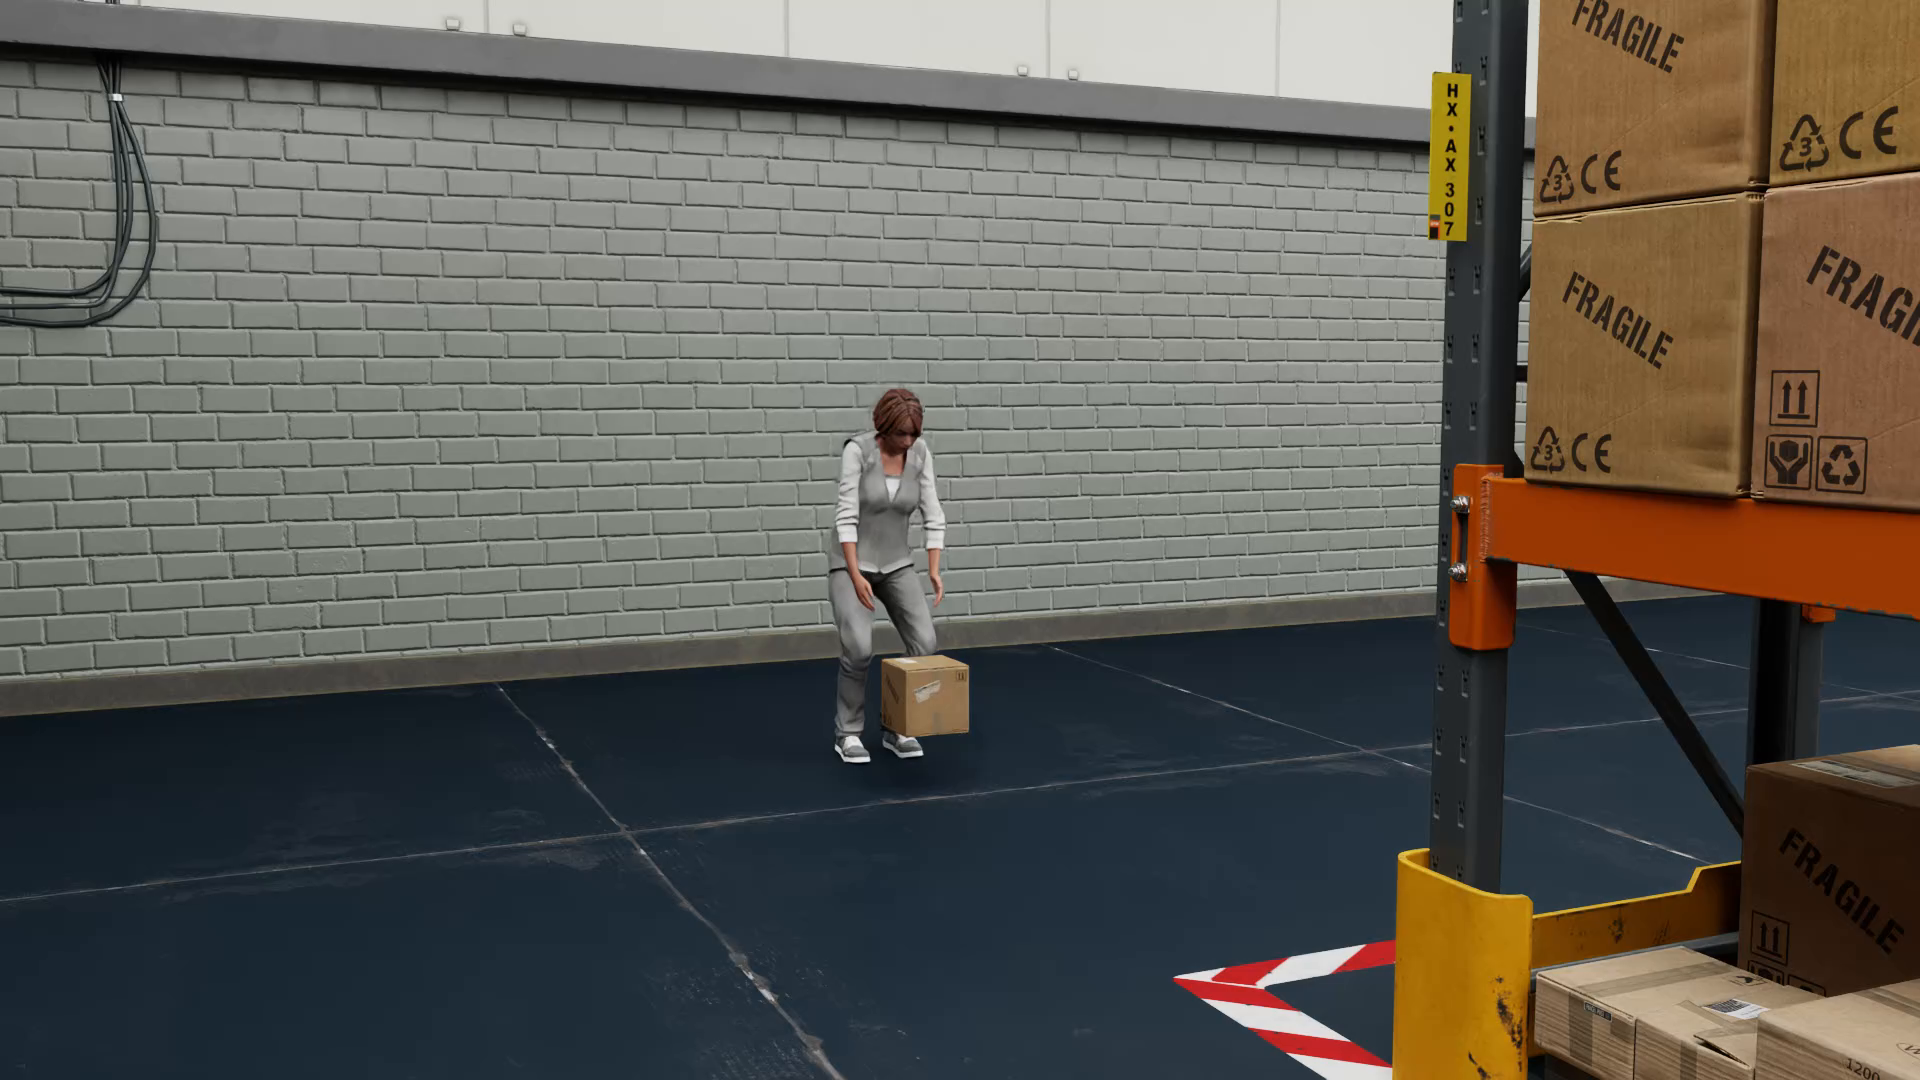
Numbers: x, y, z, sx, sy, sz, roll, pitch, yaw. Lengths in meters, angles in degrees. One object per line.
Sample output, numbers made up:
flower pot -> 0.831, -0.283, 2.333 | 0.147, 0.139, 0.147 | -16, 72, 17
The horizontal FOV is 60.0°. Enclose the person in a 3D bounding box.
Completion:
person -> -0.289, 0.145, 6.544 | 0.451, 1.449, 0.518 | -2, 6, -23
